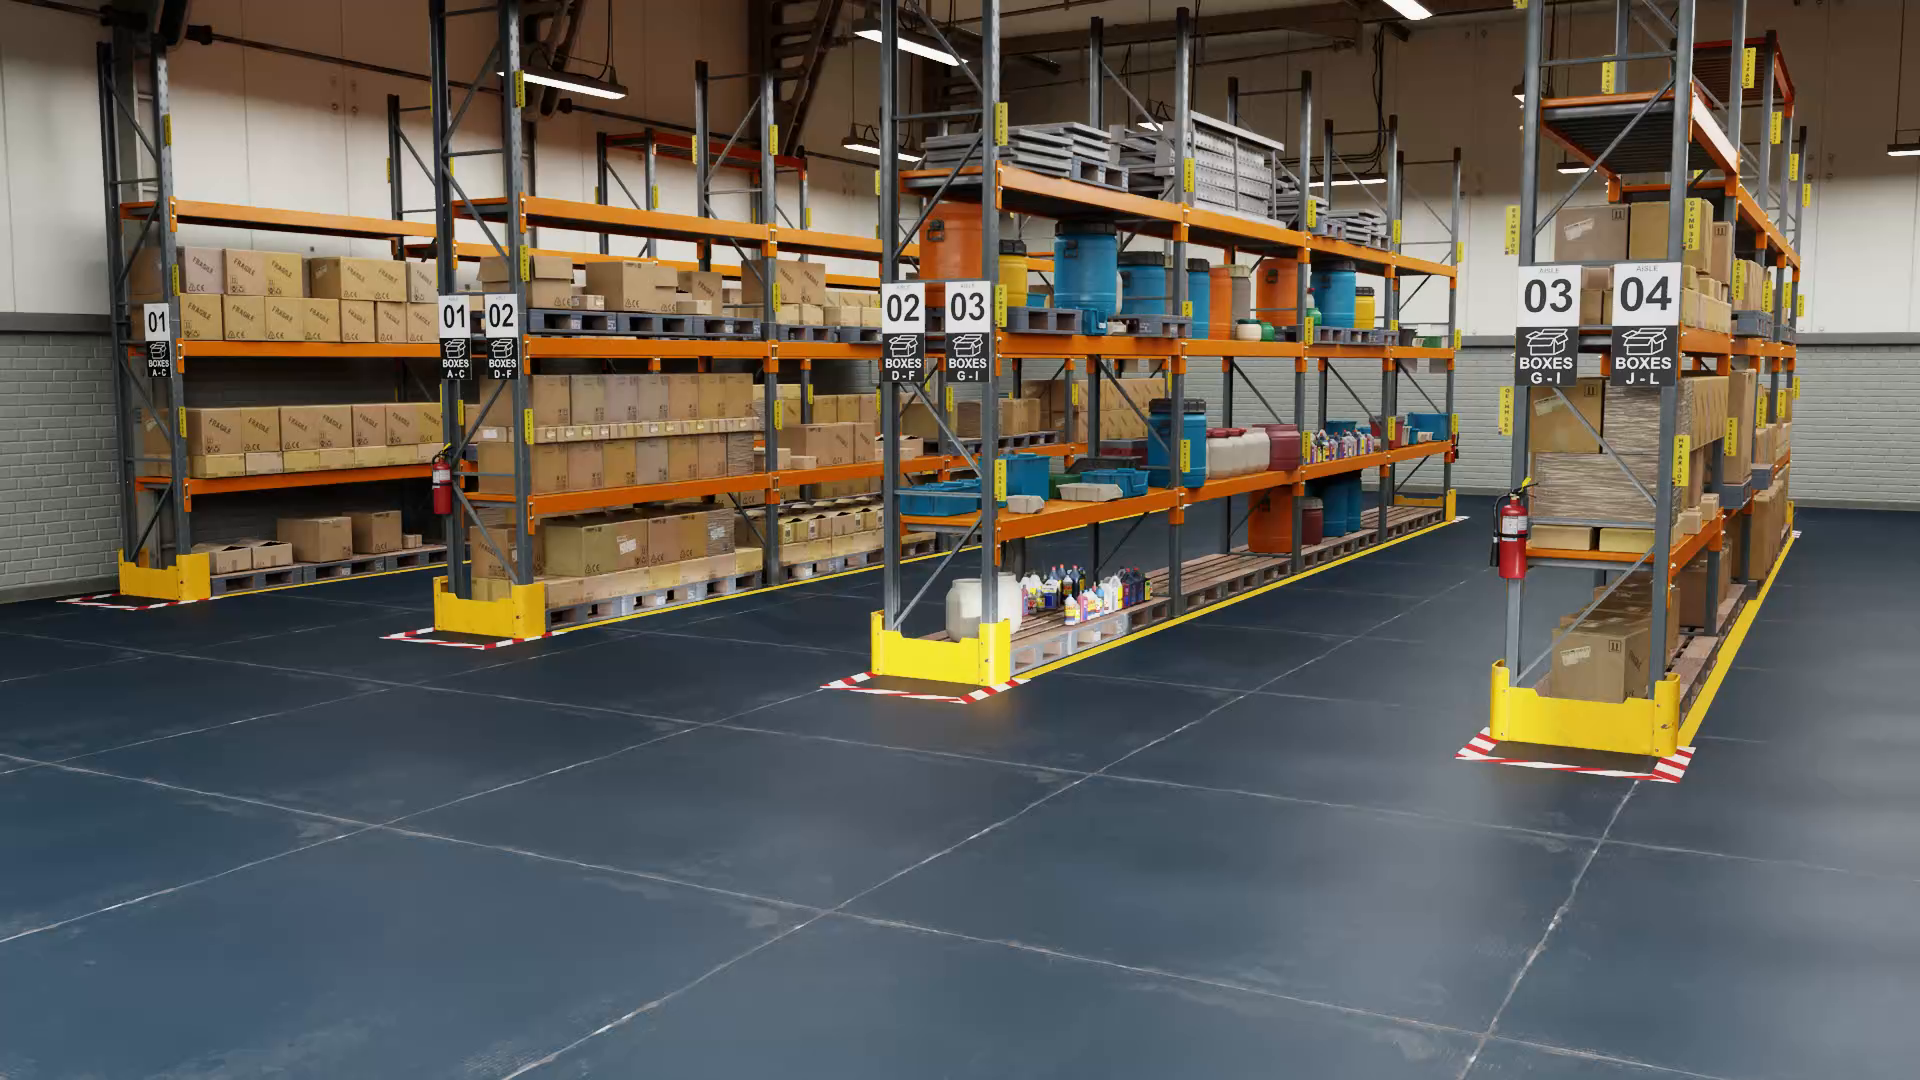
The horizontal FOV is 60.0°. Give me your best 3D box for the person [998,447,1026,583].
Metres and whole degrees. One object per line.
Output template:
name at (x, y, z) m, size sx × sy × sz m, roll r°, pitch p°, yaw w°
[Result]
person at (0.527, -0.182, 18.120) m, size 0.518 × 1.653 × 0.349 m, roll 3°, pitch 7°, yaw 26°
